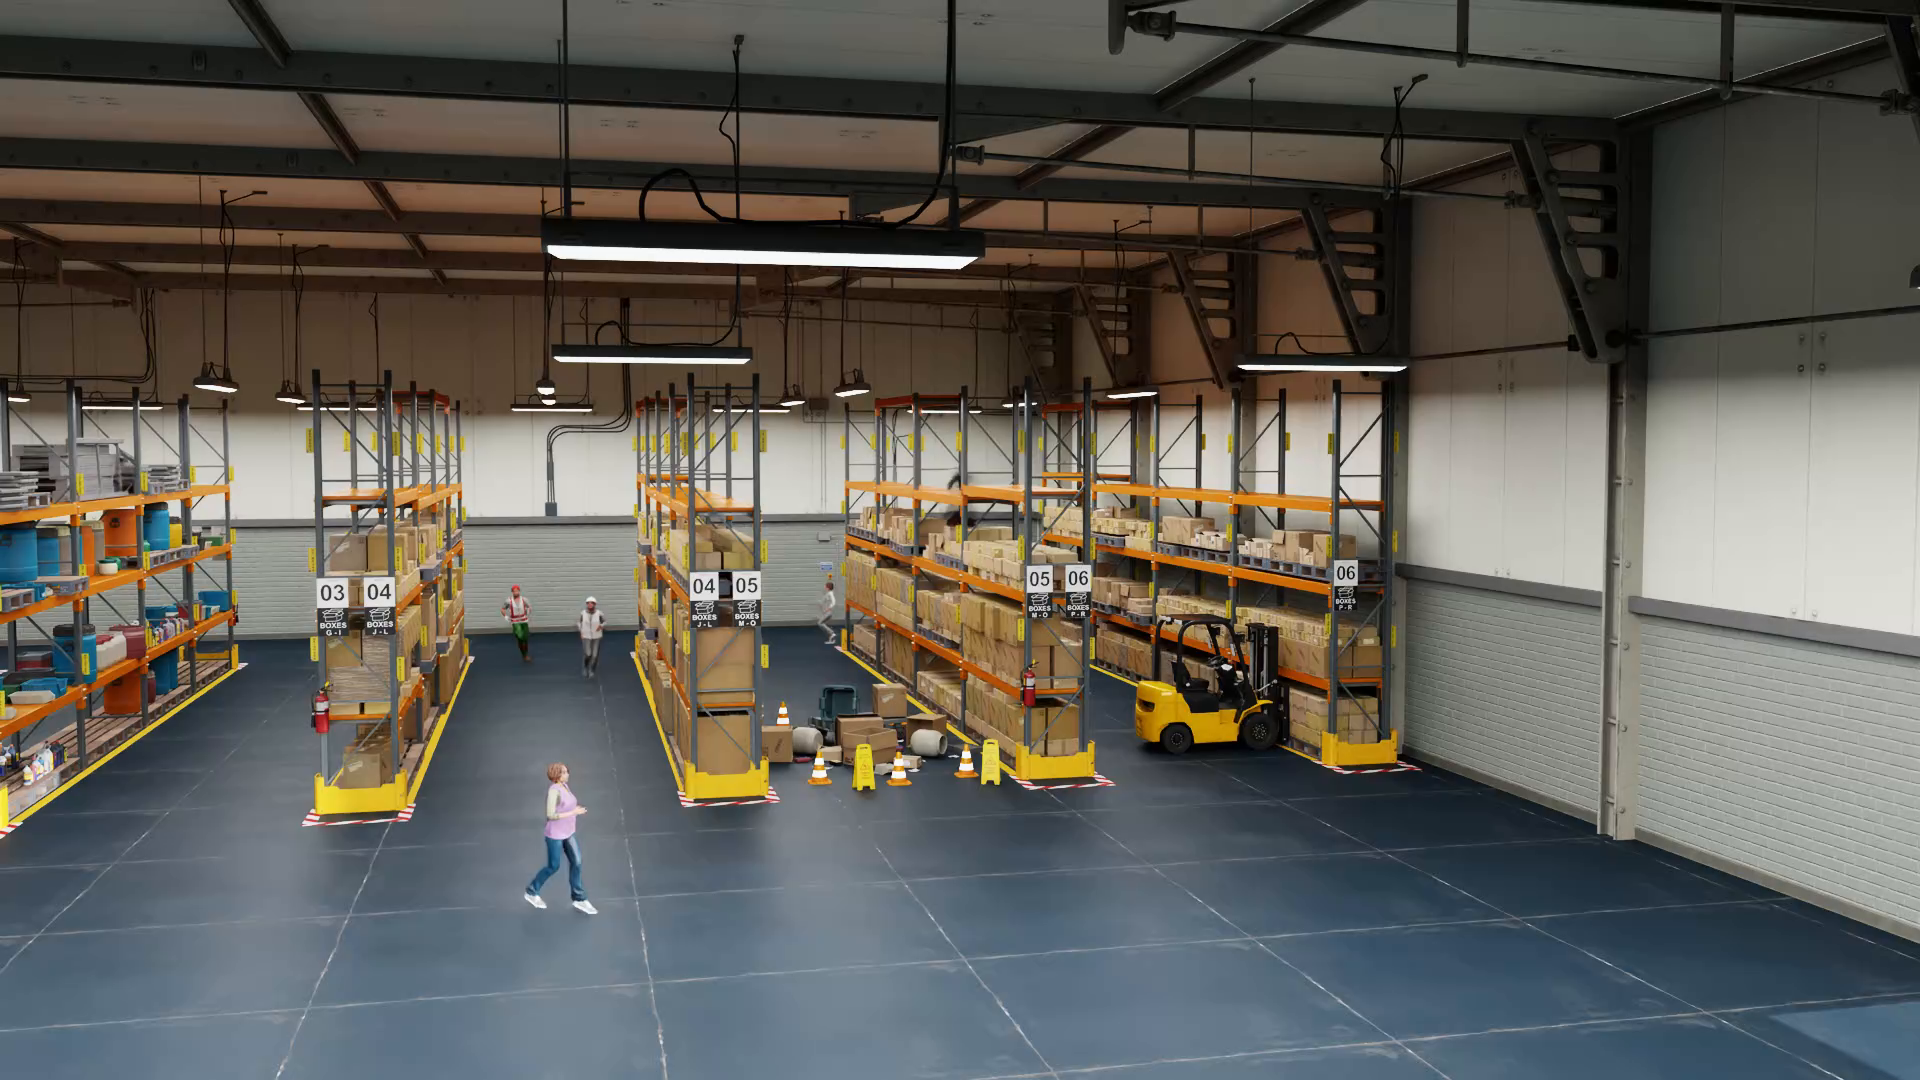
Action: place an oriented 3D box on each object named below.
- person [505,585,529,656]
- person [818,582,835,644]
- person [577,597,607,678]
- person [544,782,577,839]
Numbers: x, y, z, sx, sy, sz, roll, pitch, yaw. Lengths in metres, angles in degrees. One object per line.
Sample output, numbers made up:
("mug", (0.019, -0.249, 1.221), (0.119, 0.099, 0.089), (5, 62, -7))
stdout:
("person", (-10.123, 1.855, 38.071), (0.553, 1.655, 0.714), (-2, 4, -28))
("person", (-3.332, 1.827, 41.579), (0.450, 1.571, 0.563), (0, 3, -3))
("person", (-7.837, 2.079, 35.432), (0.641, 1.740, 0.629), (-1, 3, -12))
("person", (-4.286, 2.858, 17.645), (0.417, 0.571, 0.526), (1, 3, 14))
